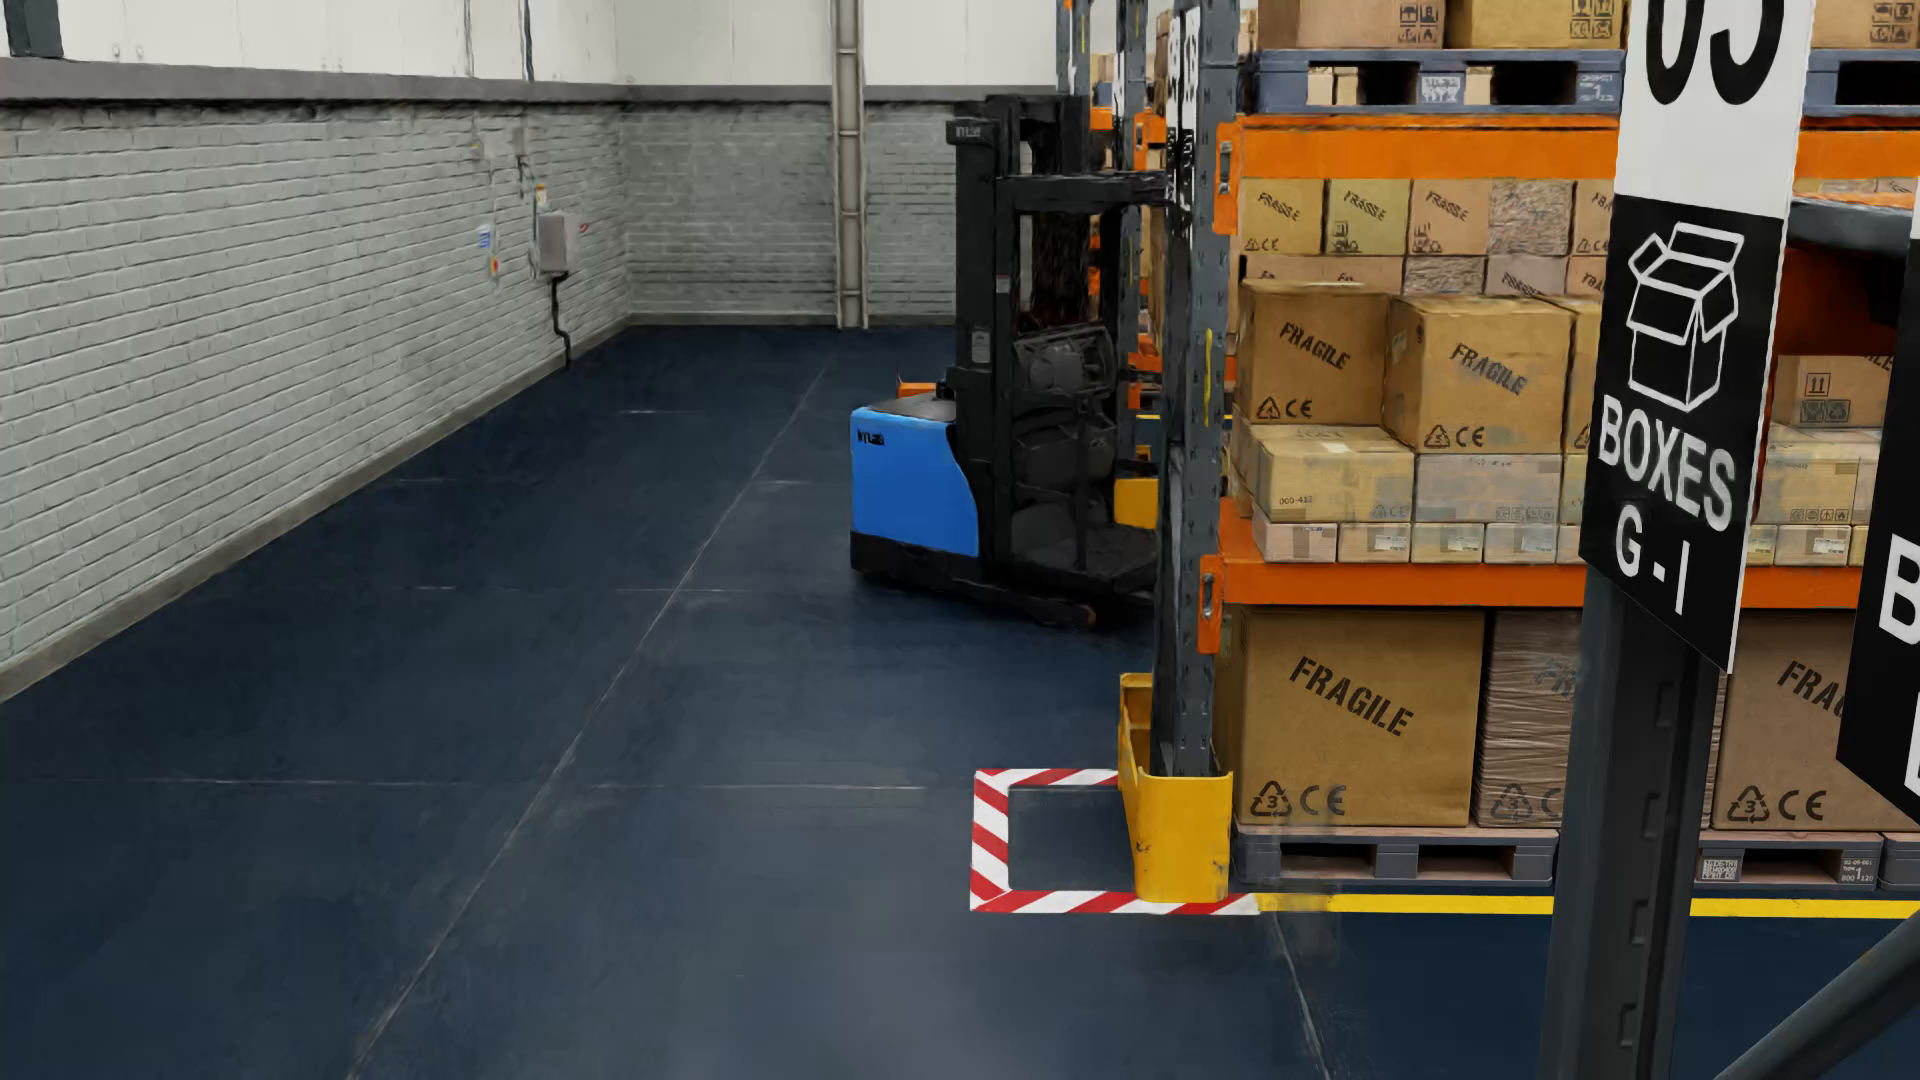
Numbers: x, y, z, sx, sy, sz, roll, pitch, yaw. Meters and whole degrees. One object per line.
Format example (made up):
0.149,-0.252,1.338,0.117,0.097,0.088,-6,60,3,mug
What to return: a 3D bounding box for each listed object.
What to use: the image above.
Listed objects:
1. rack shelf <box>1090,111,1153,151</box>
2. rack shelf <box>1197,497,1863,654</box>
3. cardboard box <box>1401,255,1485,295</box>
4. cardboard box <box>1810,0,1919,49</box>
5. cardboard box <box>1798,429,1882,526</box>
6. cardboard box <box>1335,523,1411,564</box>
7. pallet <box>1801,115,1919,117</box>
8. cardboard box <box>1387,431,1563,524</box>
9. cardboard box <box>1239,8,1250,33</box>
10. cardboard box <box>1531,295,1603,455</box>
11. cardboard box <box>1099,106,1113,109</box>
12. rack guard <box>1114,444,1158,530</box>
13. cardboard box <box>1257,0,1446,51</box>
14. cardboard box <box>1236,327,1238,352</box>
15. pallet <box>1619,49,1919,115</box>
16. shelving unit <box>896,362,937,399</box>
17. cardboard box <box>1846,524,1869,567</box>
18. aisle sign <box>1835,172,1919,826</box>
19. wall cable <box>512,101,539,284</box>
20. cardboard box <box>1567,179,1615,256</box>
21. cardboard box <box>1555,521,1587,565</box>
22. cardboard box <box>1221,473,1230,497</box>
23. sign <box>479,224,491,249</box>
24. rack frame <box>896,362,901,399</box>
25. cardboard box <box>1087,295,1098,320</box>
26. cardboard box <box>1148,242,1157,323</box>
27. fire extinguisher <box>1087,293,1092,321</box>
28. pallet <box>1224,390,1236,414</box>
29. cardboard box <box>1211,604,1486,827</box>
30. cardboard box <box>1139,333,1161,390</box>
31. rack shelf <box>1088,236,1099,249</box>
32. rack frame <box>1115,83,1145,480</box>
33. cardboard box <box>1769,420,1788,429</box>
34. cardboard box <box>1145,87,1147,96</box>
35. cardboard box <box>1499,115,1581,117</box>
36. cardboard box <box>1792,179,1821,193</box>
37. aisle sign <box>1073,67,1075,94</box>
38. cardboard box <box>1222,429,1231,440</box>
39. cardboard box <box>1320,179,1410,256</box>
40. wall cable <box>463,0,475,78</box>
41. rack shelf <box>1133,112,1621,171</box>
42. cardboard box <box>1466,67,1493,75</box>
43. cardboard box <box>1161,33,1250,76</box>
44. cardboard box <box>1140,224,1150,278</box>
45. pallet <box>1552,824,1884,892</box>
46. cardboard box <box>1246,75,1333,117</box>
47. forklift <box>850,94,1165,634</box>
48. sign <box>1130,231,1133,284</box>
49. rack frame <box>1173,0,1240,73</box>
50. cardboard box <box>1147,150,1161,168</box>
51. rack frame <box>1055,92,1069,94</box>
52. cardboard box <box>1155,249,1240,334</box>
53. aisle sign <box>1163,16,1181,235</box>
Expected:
3.125,-3.861,15.625,4.000,0.370,1.077,0,15,1,rack shelf
2.872,0.117,6.428,4.000,0.370,1.077,0,15,1,rack shelf
3.077,-1.622,10.829,0.500,0.500,0.500,0,15,0,cardboard box
3.031,-2.002,5.954,0.500,0.500,0.700,1,15,4,cardboard box
3.395,-0.232,6.048,0.500,0.250,0.500,1,15,3,cardboard box
1.475,-0.035,6.085,0.250,0.149,0.380,0,15,1,cardboard box
5.713,-2.811,10.602,1.003,0.211,1.213,0,15,1,pallet
1.865,-0.242,6.088,0.500,0.250,0.500,0,15,1,cardboard box
1.672,-3.254,10.448,0.250,0.149,0.380,1,15,4,cardboard box
2.363,-0.601,5.979,0.500,0.500,0.500,0,15,0,cardboard box
1.824,-5.310,20.198,0.250,0.149,0.380,1,15,2,cardboard box
1.176,-0.299,11.495,0.348,0.500,1.175,0,15,1,rack guard
1.394,-2.005,5.963,0.500,0.500,0.700,-1,15,-2,cardboard box
1.939,-1.295,10.860,0.250,0.149,0.380,0,15,0,cardboard box
2.837,-1.642,5.979,1.213,0.211,1.003,0,15,1,pallet
-0.165,-0.581,11.191,0.503,1.200,0.258,0,15,1,shelving unit
3.273,-0.023,6.041,0.250,0.149,0.380,0,15,1,cardboard box
0.666,-0.163,0.981,0.004,0.787,0.394,0,15,1,aisle sign
-4.487,-3.655,17.323,0.122,1.984,0.588,0,15,1,wall cable
4.105,-2.094,10.658,0.500,0.500,0.500,0,15,0,cardboard box
2.246,-0.030,6.067,0.250,0.149,0.380,0,15,0,cardboard box
1.890,-0.392,11.127,0.250,0.149,0.380,0,15,1,cardboard box
-4.574,-2.921,16.002,0.001,0.218,0.327,0,15,1,sign
-0.409,-0.583,11.197,0.015,1.200,0.240,0,15,1,rack frame
1.858,-3.005,20.921,0.637,0.503,0.797,0,15,-1,cardboard box
1.556,-1.763,11.365,0.500,0.500,0.500,1,15,3,cardboard box
0.860,-1.410,11.687,0.183,0.674,0.296,0,15,1,fire extinguisher
3.143,-1.429,16.344,1.213,0.211,1.003,0,15,1,pallet
1.514,0.564,6.665,0.875,0.875,0.875,0,15,1,cardboard box
1.788,-1.757,16.319,0.875,0.438,0.875,0,15,0,cardboard box
3.248,-3.677,20.805,4.000,0.370,1.077,0,15,1,rack shelf
1.100,-1.509,11.178,0.127,3.000,1.000,0,15,1,rack frame
2.900,-0.371,6.577,0.500,0.250,0.500,0,15,2,cardboard box
2.194,-5.488,20.094,0.500,0.250,0.500,1,15,2,cardboard box
3.595,-2.804,10.502,0.500,0.250,0.500,0,15,1,cardboard box
7.590,-3.194,15.410,0.500,0.500,0.500,0,15,1,cardboard box
1.046,-3.955,15.355,0.004,0.787,0.394,0,15,1,aisle sign
1.886,-0.666,11.582,0.250,0.149,0.380,1,15,3,cardboard box
2.566,-2.103,10.691,0.500,0.500,0.500,0,15,0,cardboard box
-4.568,-5.637,15.068,0.029,3.000,0.463,0,15,1,wall cable
3.100,-2.598,10.837,4.000,0.370,1.077,0,15,1,rack shelf
3.065,-3.047,10.441,0.500,0.250,0.500,0,15,-1,cardboard box
1.542,-3.059,10.488,0.500,0.250,0.500,1,15,2,cardboard box
1.598,-2.744,15.663,0.500,0.500,0.500,0,15,1,cardboard box
2.890,1.098,6.765,1.213,0.211,1.003,0,15,1,pallet
2.069,-2.814,10.539,0.500,0.250,0.500,1,15,3,cardboard box
0.778,-1.041,9.539,3.031,2.935,1.130,12,19,37,forklift
1.086,-1.789,10.543,0.005,0.325,0.100,0,15,1,sign
0.872,-3.145,5.621,0.127,3.000,1.000,0,15,1,rack frame
1.737,-3.560,15.528,0.250,0.149,0.380,1,15,3,cardboard box
1.249,-4.037,20.763,0.127,3.000,1.000,0,15,1,rack frame
1.542,-1.627,10.849,0.500,0.500,0.500,1,15,4,cardboard box
0.808,-1.578,6.346,0.004,0.787,0.394,0,15,1,aisle sign
